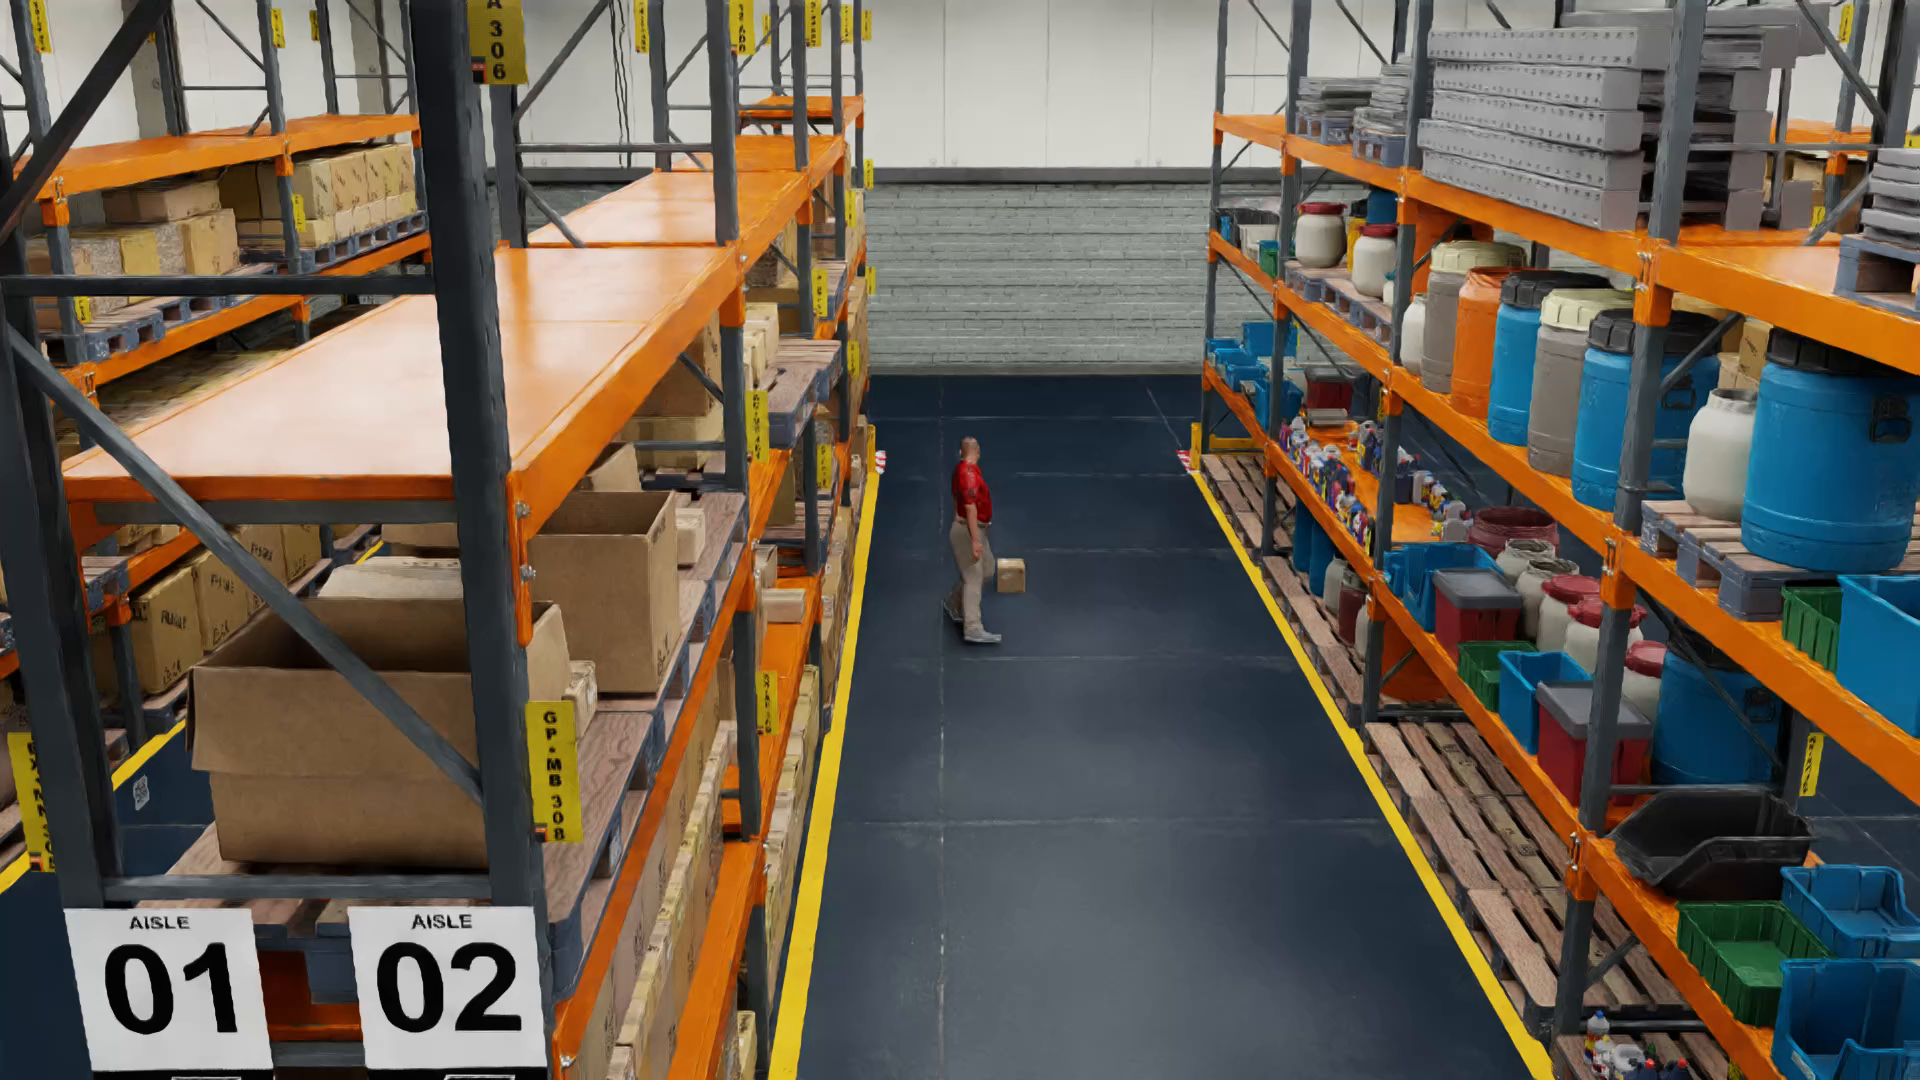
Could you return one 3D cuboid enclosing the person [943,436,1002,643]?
[{"bbox_3d":[0.102,-0.022,14.199,0.525,1.694,0.675,1,17,2],"label":"person"}]
